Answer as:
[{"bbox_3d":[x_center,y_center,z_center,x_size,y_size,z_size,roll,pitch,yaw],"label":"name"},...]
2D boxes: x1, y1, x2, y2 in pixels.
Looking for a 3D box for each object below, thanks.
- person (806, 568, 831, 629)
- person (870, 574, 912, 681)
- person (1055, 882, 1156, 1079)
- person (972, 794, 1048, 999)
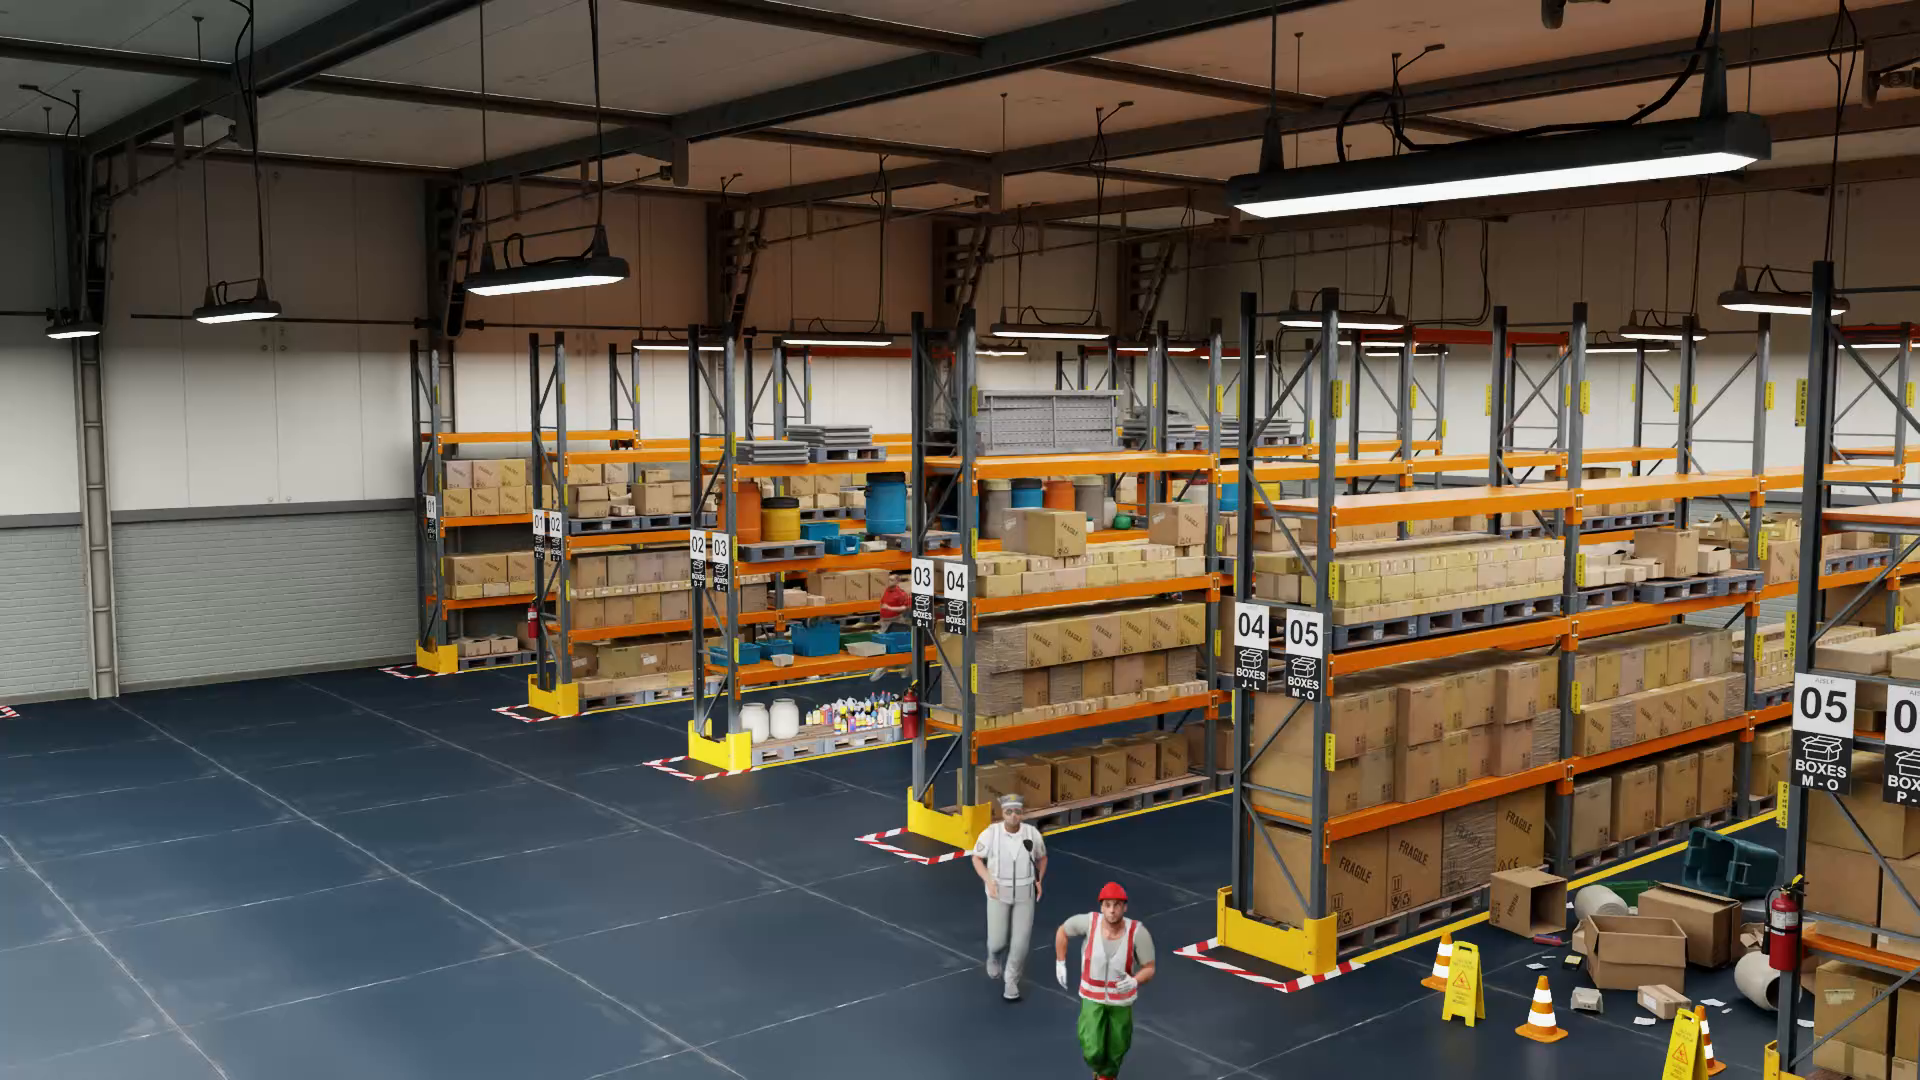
[{"bbox_3d":[-2.688,1.292,32.025,0.922,1.781,0.691,-4,7,-40],"label":"person"},{"bbox_3d":[-1.117,1.437,27.638,0.656,1.758,0.888,5,7,41],"label":"person"},{"bbox_3d":[1.005,3.227,11.584,0.709,1.726,0.681,1,5,6],"label":"person"},{"bbox_3d":[0.433,2.990,14.145,0.648,1.737,0.595,-1,5,-6],"label":"person"}]
